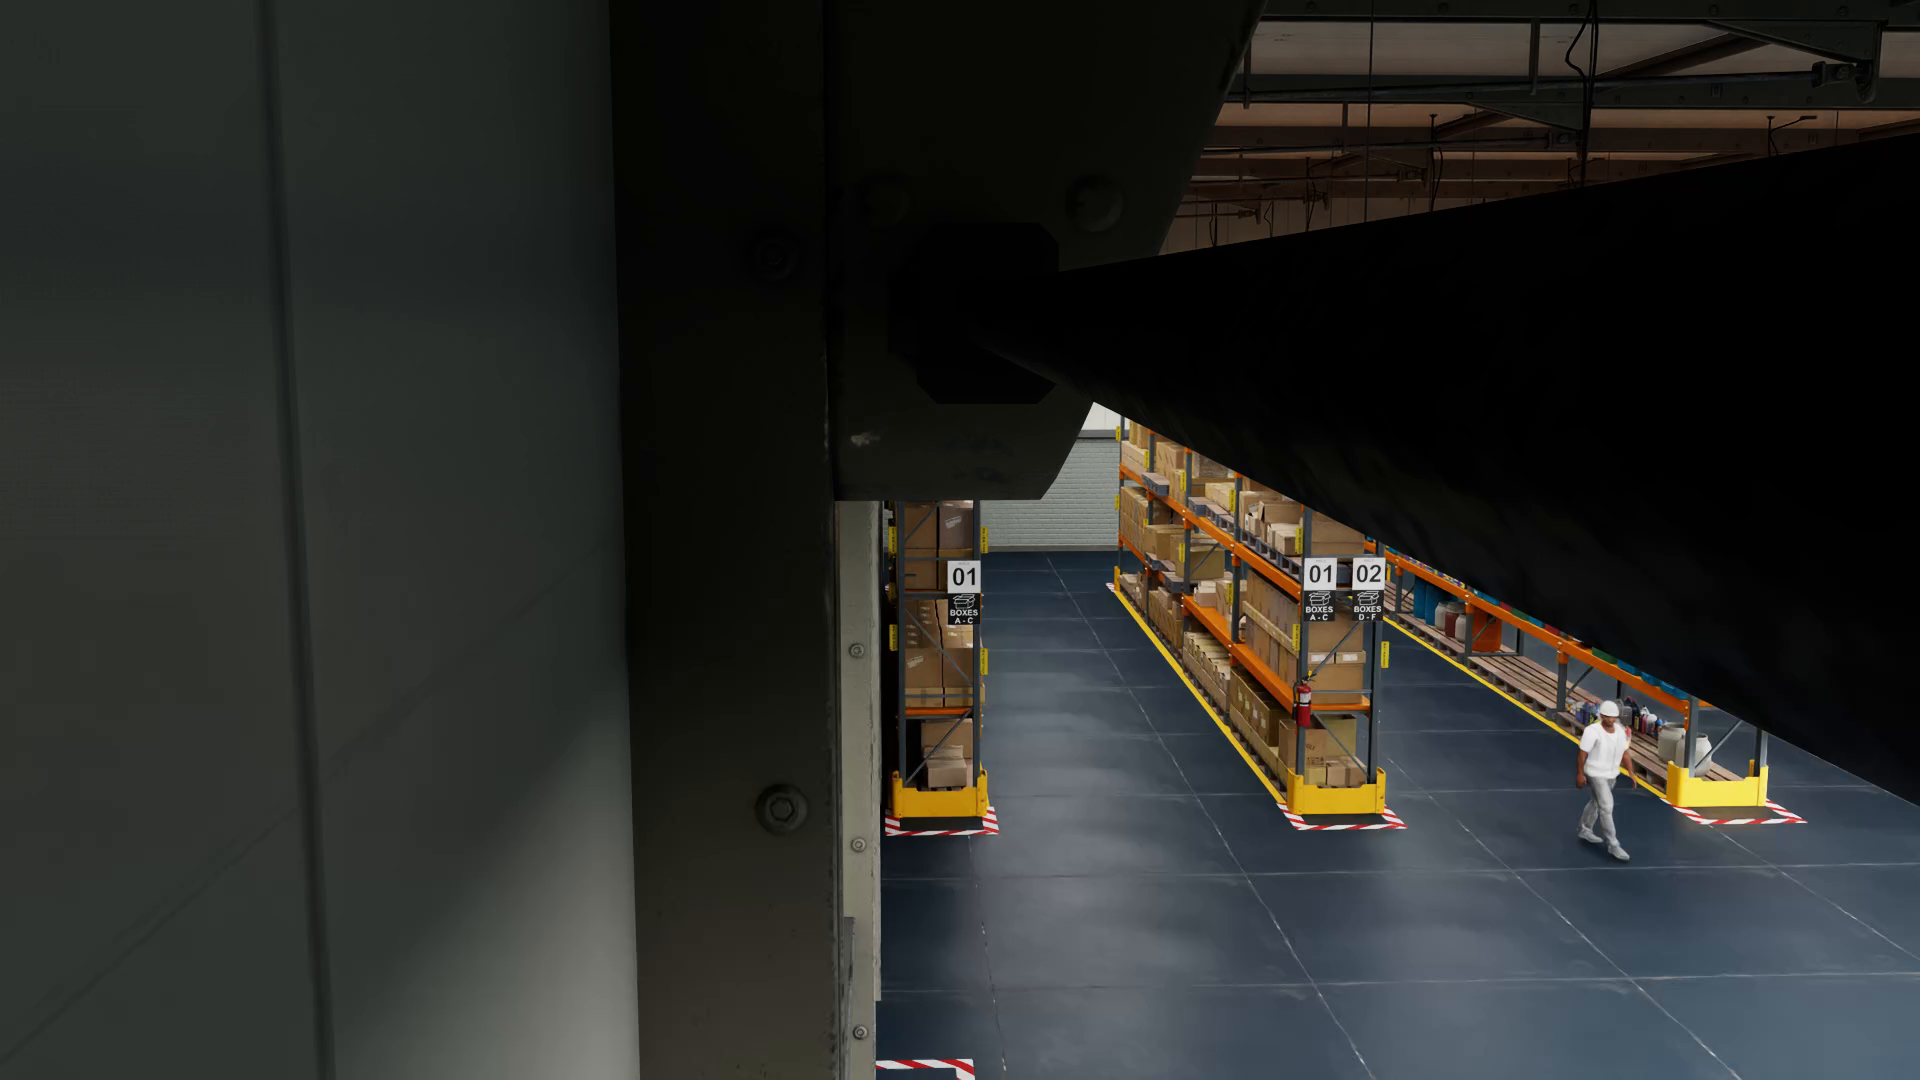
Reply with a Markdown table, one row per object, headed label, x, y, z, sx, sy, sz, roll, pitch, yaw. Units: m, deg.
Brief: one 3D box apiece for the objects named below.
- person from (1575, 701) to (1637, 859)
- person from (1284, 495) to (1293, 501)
| label | x | y | z | sx | sy | sz | roll | pitch | yaw |
| --- | --- | --- | --- | --- | --- | --- | --- | --- | --- |
| person | 7.454 | 2.709 | 19.113 | 0.603 | 1.736 | 0.870 | -4 | 9 | -25 |
| person | 7.826 | -0.246 | 39.691 | 0.596 | 1.709 | 1.103 | 1 | 8 | 6 |
